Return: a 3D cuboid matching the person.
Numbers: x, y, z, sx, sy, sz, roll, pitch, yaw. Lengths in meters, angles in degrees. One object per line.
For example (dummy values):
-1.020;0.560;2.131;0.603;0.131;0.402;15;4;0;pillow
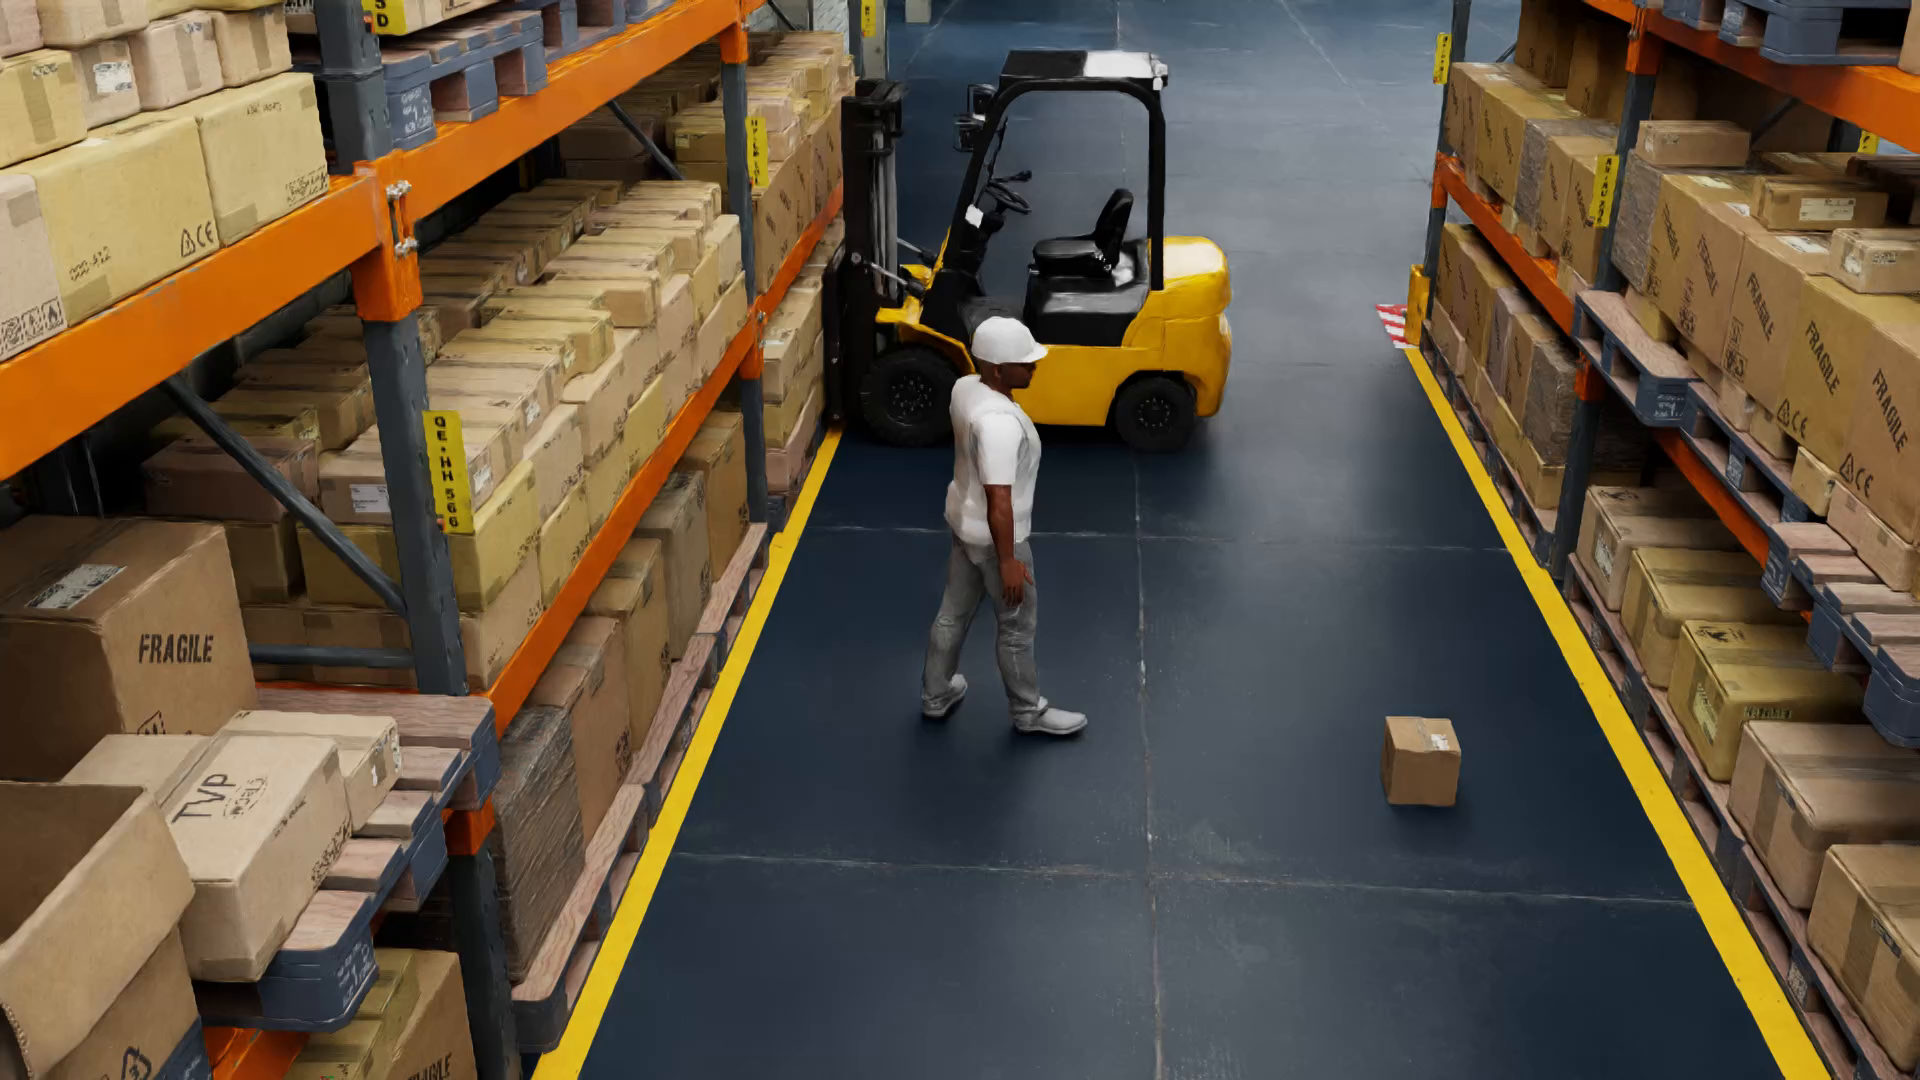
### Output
0.176;-0.035;6.647;0.637;1.767;0.683;-7;25;-15;person
